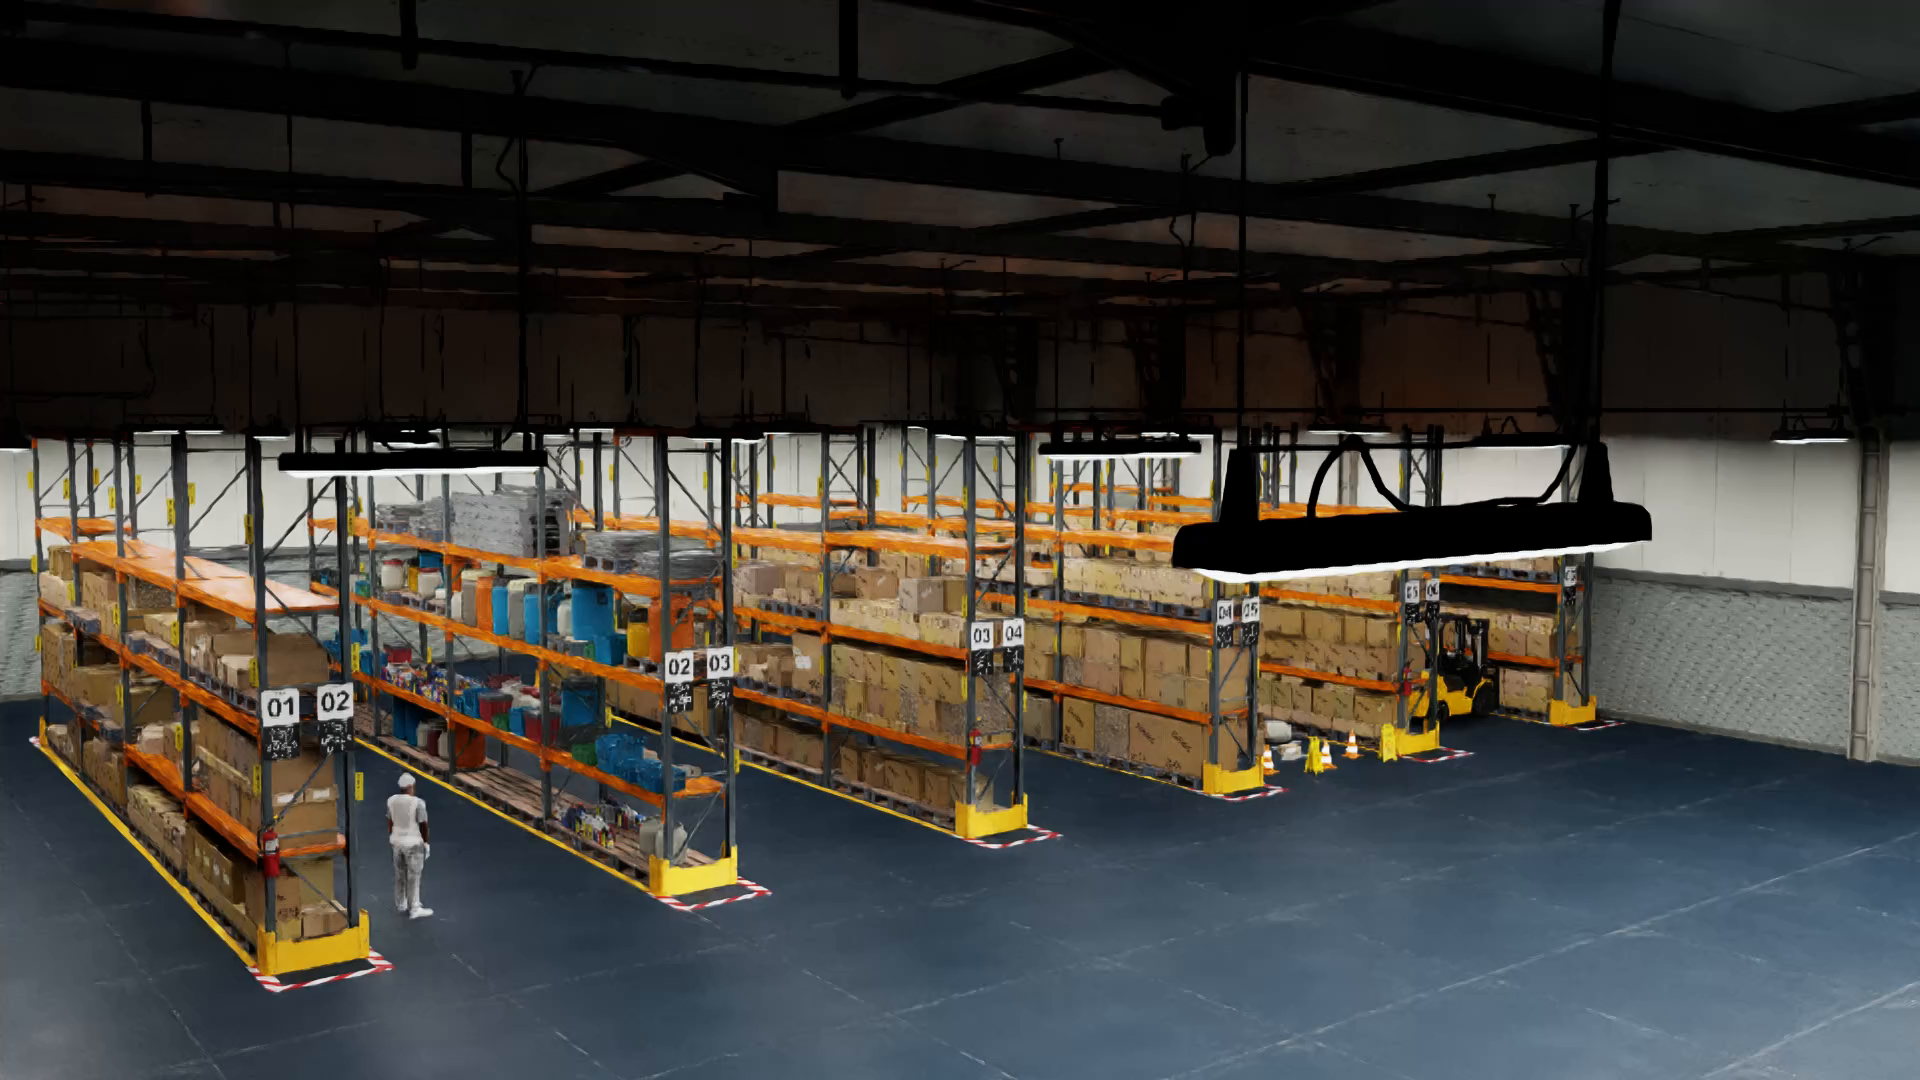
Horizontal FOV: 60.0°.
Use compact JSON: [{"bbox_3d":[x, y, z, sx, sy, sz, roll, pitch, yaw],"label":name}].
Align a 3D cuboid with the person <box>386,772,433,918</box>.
[{"bbox_3d":[-6.877,3.787,20.818,0.620,1.786,0.456,2,5,22],"label":"person"}]
